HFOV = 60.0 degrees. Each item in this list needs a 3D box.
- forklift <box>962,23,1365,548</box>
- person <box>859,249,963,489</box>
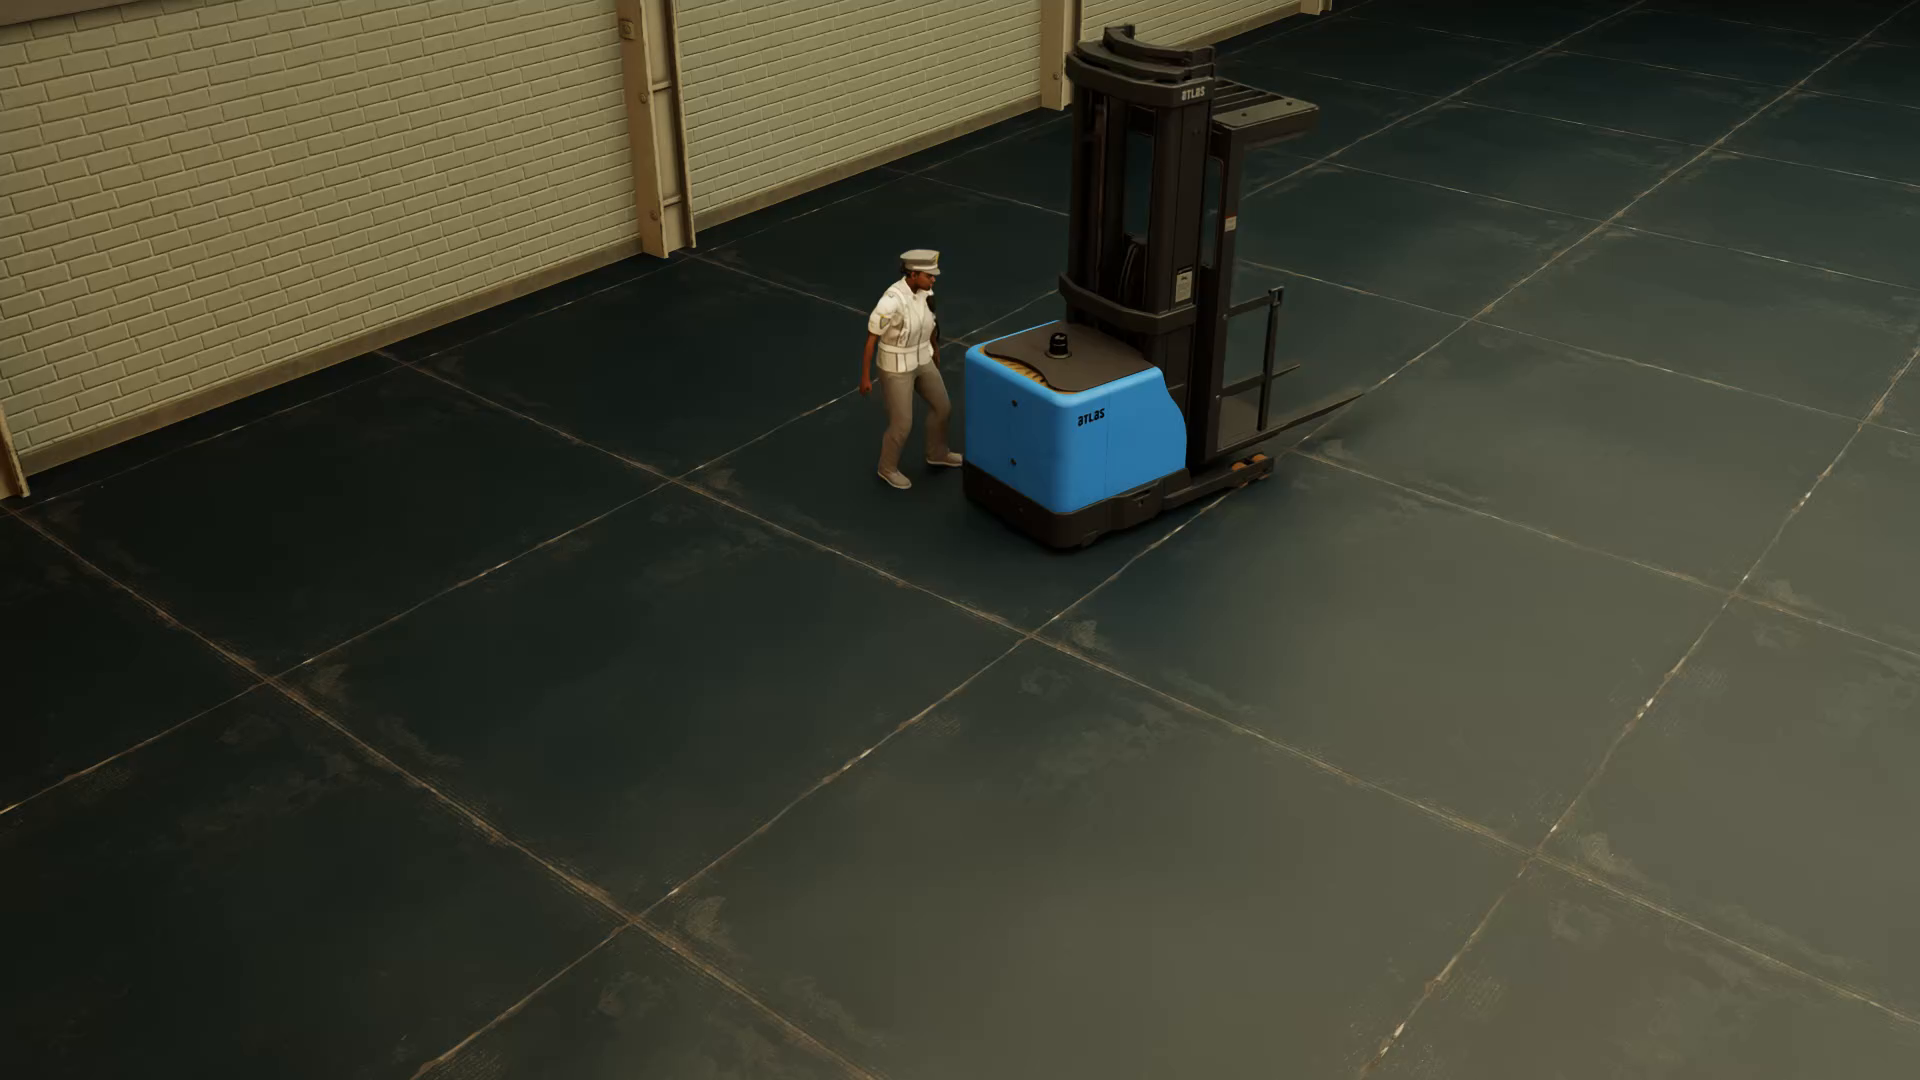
[{"bbox_3d":[1.494,-1.805,10.683,3.031,2.935,1.130,-21,36,-32],"label":"forklift"},{"bbox_3d":[-0.302,-1.130,10.836,0.404,1.632,0.793,25,38,36],"label":"person"}]
